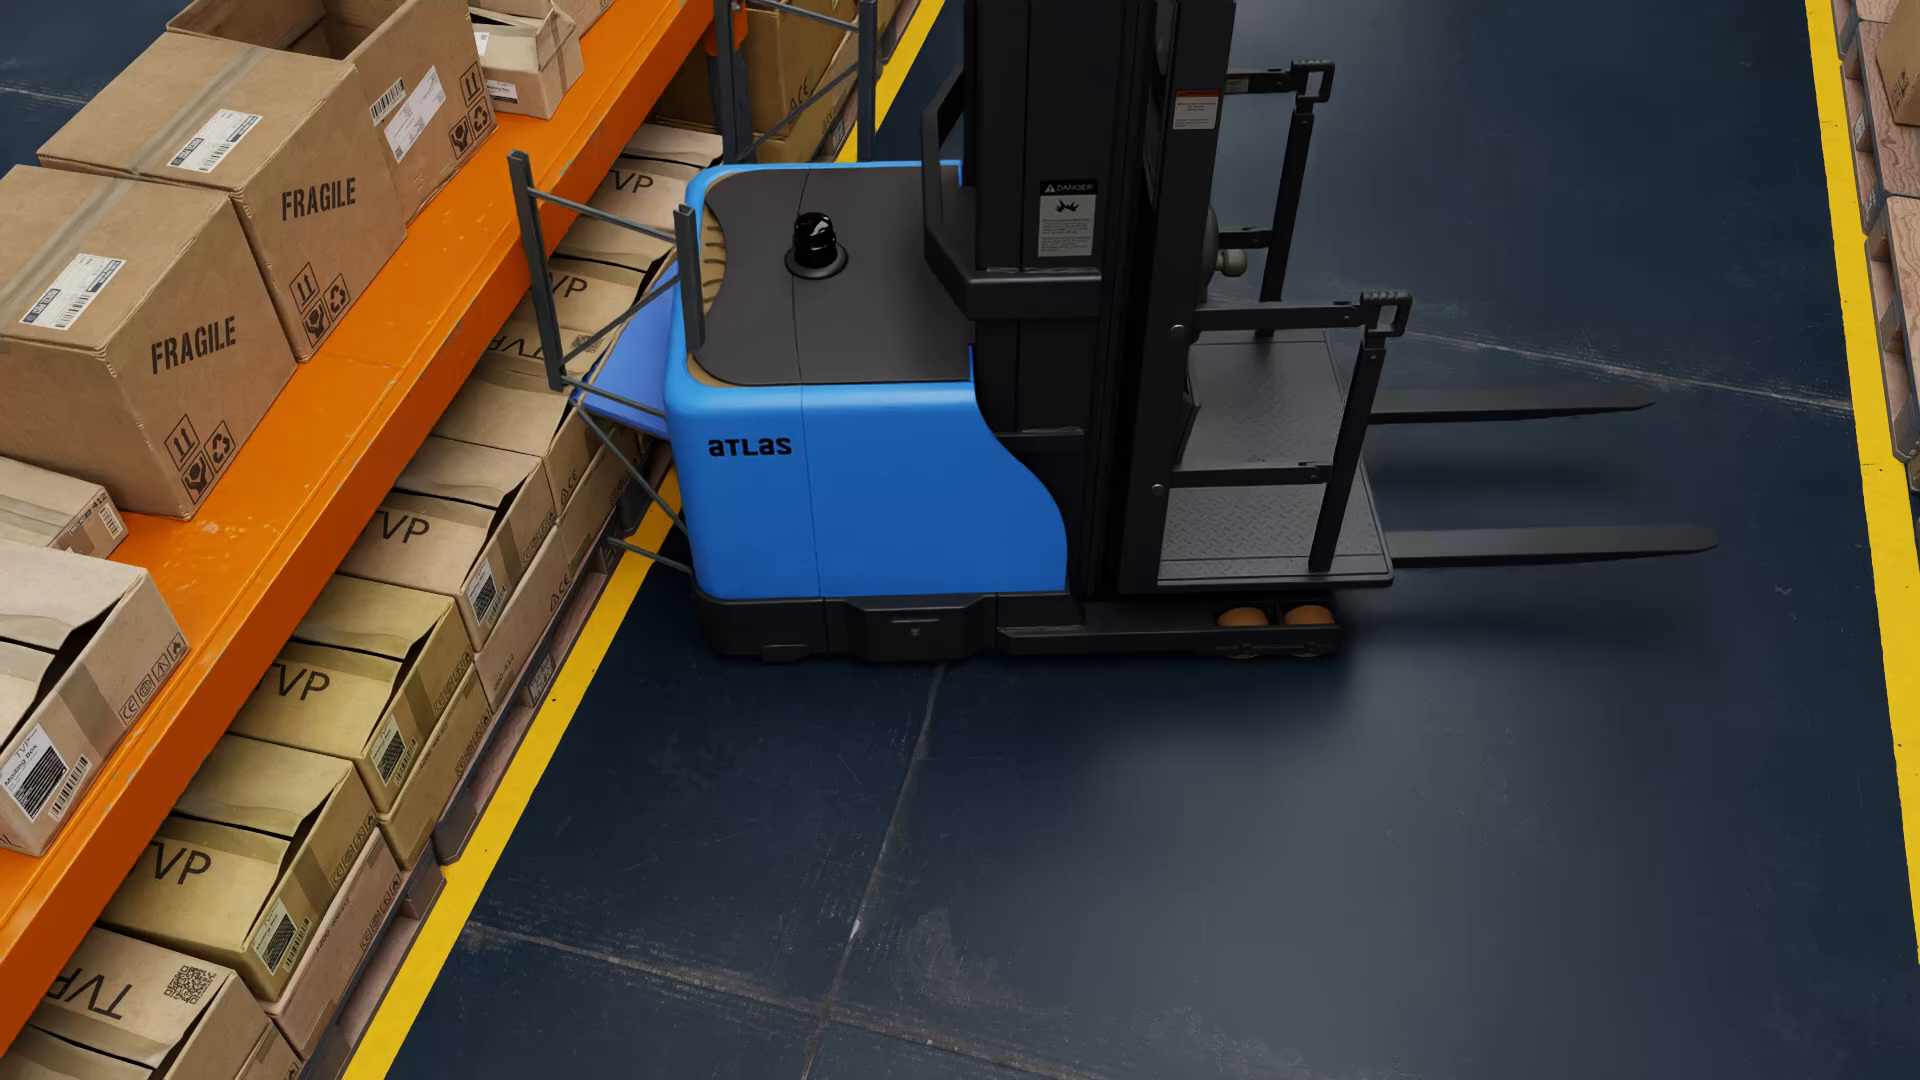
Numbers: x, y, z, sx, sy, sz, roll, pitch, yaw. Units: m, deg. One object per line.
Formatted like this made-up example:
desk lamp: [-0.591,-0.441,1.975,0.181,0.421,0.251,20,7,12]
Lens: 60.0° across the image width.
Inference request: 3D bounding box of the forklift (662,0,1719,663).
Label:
forklift: [0.731,-1.016,4.192,3.031,2.935,1.130,-2,49,-1]

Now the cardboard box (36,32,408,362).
cardboard box: [-1.694,-0.804,3.892,0.500,0.500,0.500,12,50,10]

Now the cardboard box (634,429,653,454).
cardboard box: [-1.170,-0.573,5.309,0.500,0.250,0.500,11,49,9]

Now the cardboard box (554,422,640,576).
cardboard box: [-1.305,-0.203,4.982,0.500,0.250,0.500,13,50,11]

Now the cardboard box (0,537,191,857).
cardboard box: [-1.836,0.247,3.090,0.500,0.311,0.500,11,49,10]

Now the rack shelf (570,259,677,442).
rack shelf: [-0.712,-0.605,4.987,0.538,0.185,1.000,20,51,12]

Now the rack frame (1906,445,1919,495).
rack frame: [3.574,-1.092,4.213,1.000,3.000,0.127,12,50,10]

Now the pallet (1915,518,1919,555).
pallet: [3.371,0.394,4.761,1.003,0.211,1.213,12,50,10]

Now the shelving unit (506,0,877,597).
shelving unit: [-0.702,-0.721,4.850,0.538,1.500,1.048,20,51,12]

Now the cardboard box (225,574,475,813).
cardboard box: [-1.571,0.341,4.128,0.500,0.311,0.500,10,49,9]

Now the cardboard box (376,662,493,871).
cardboard box: [-1.575,0.536,4.330,0.500,0.250,0.500,10,49,9]

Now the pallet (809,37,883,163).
pallet: [-0.956,-1.711,6.619,1.003,0.211,1.213,12,50,10]

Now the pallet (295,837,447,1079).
pallet: [-2.004,1.162,4.084,1.003,0.211,1.213,12,50,10]

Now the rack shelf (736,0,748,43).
rack shelf: [-0.680,-3.275,6.620,1.077,0.370,4.000,12,50,10]

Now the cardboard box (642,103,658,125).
cardboard box: [-1.295,-1.674,6.281,0.500,0.250,0.500,12,50,10]

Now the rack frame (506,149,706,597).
rack frame: [-0.901,-0.371,4.539,0.500,1.500,0.032,20,51,12]

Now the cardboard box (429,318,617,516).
cardboard box: [-1.300,-0.394,4.777,0.500,0.311,0.500,11,50,10]

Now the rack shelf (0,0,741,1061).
rack shelf: [-1.732,-0.382,4.066,1.077,0.370,4.000,12,50,10]

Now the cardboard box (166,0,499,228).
cardboard box: [-1.562,-1.166,4.212,0.500,0.500,0.500,15,50,13]

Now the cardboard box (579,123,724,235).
cardboard box: [-1.036,-1.132,5.428,0.500,0.311,0.500,12,50,10]

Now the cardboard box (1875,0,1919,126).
cardboard box: [3.967,-1.888,6.289,0.700,0.500,0.500,9,49,8]

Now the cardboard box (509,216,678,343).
cardboard box: [-1.167,-0.754,5.095,0.500,0.311,0.500,13,50,11]

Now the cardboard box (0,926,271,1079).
cardboard box: [-1.838,1.091,3.466,0.500,0.311,0.500,13,50,11]

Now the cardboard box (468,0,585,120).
cardboard box: [-1.260,-1.350,4.530,0.396,0.266,0.258,10,49,9]

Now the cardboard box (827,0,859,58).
cardboard box: [-0.658,-2.181,6.228,0.500,0.500,0.500,12,50,10]

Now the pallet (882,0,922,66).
pallet: [-0.637,-2.596,7.400,1.003,0.211,1.213,12,50,10]

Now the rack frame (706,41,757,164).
rack frame: [-1.206,-2.067,5.073,1.000,3.000,0.127,12,50,10]

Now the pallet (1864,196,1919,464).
pallet: [3.717,-0.662,5.693,1.003,0.211,1.213,12,50,10]

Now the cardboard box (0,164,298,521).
cardboard box: [-1.833,-0.423,3.556,0.500,0.500,0.500,9,49,8]

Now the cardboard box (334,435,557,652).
cardboard box: [-1.436,-0.031,4.456,0.500,0.311,0.500,11,49,10]

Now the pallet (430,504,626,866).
pallet: [-1.681,0.282,4.860,1.003,0.211,1.213,12,50,10]

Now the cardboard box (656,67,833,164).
cardboard box: [-0.791,-1.571,6.190,0.500,0.250,0.500,12,50,10]

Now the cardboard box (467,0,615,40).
cardboard box: [-1.293,-1.652,4.808,0.500,0.250,0.500,14,50,12]

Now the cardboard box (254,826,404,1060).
cardboard box: [-1.706,0.913,3.997,0.500,0.250,0.500,10,49,9]

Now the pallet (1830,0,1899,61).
pallet: [4.359,-2.427,7.251,1.003,0.211,1.213,12,50,10]

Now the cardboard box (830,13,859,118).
cardboard box: [-0.655,-1.932,6.508,0.500,0.250,0.500,12,50,10]

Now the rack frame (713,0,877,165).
rack frame: [-0.502,-1.070,5.160,0.500,1.500,0.032,20,51,12]

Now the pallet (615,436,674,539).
pallet: [-1.362,-0.603,5.642,1.003,0.211,1.213,12,50,10]

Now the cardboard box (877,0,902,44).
cardboard box: [-0.518,-2.293,6.827,0.500,0.250,0.500,12,50,10]

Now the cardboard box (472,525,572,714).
cardboard box: [-1.440,0.165,4.658,0.500,0.250,0.500,12,50,11]

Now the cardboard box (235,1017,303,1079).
cardboard box: [-1.838,1.277,3.676,0.500,0.250,0.500,11,50,10]

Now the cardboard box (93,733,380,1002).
cardboard box: [-1.707,0.710,3.803,0.500,0.311,0.500,10,49,9]

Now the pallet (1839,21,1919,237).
pallet: [4.036,-1.547,6.475,1.003,0.211,1.213,12,50,10]

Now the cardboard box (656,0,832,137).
cardboard box: [-0.782,-1.817,5.907,0.500,0.500,0.500,12,50,10]

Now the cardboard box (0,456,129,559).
cardboard box: [-1.977,-0.024,3.438,0.380,0.149,0.250,15,50,13]
